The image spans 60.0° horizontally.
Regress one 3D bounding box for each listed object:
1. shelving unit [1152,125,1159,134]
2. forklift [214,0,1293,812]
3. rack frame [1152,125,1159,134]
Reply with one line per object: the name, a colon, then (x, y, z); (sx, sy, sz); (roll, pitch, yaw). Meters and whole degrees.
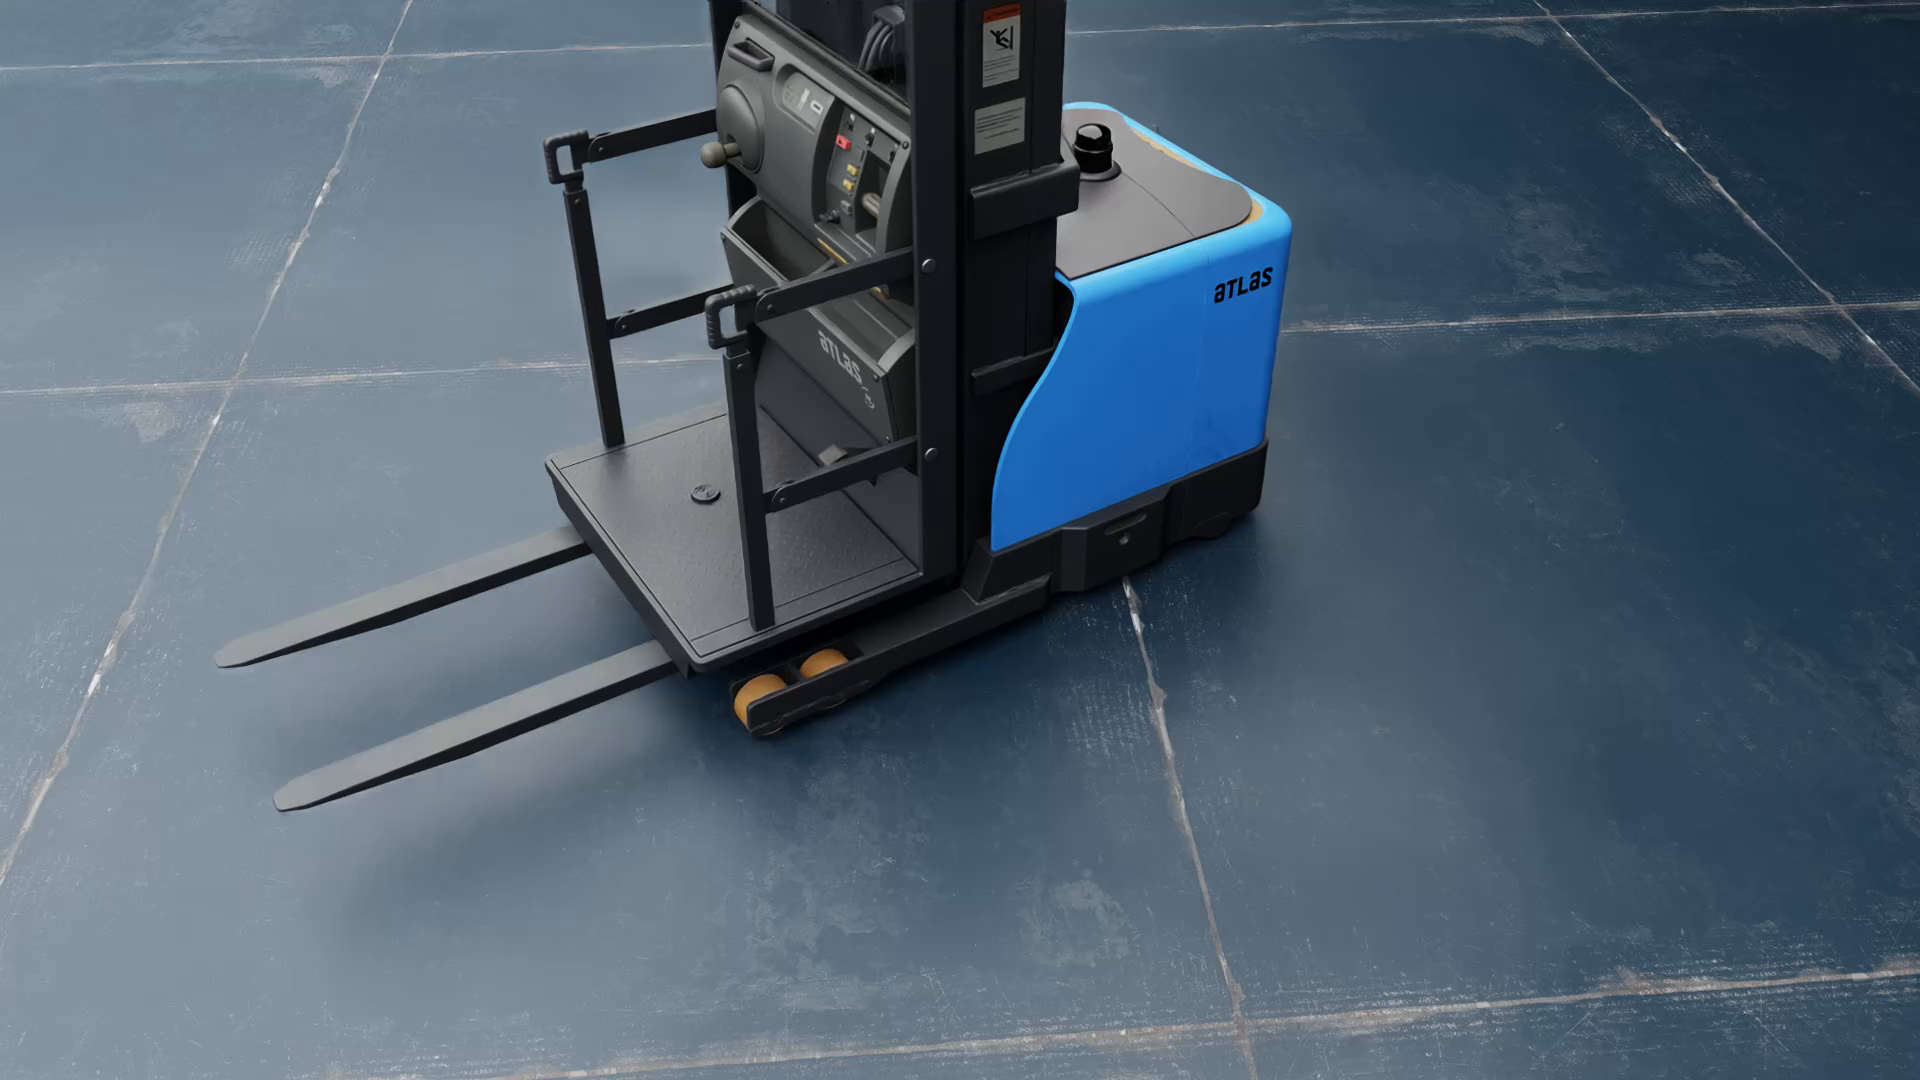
shelving unit: (0.516, -1.011, 5.794); (0.258, 0.900, 0.210); (27, 46, 34)
forklift: (-0.560, -0.990, 4.139); (3.031, 2.935, 1.130); (-21, 43, -25)
rack frame: (0.584, -1.057, 5.854); (0.240, 0.900, 0.006); (27, 46, 34)
